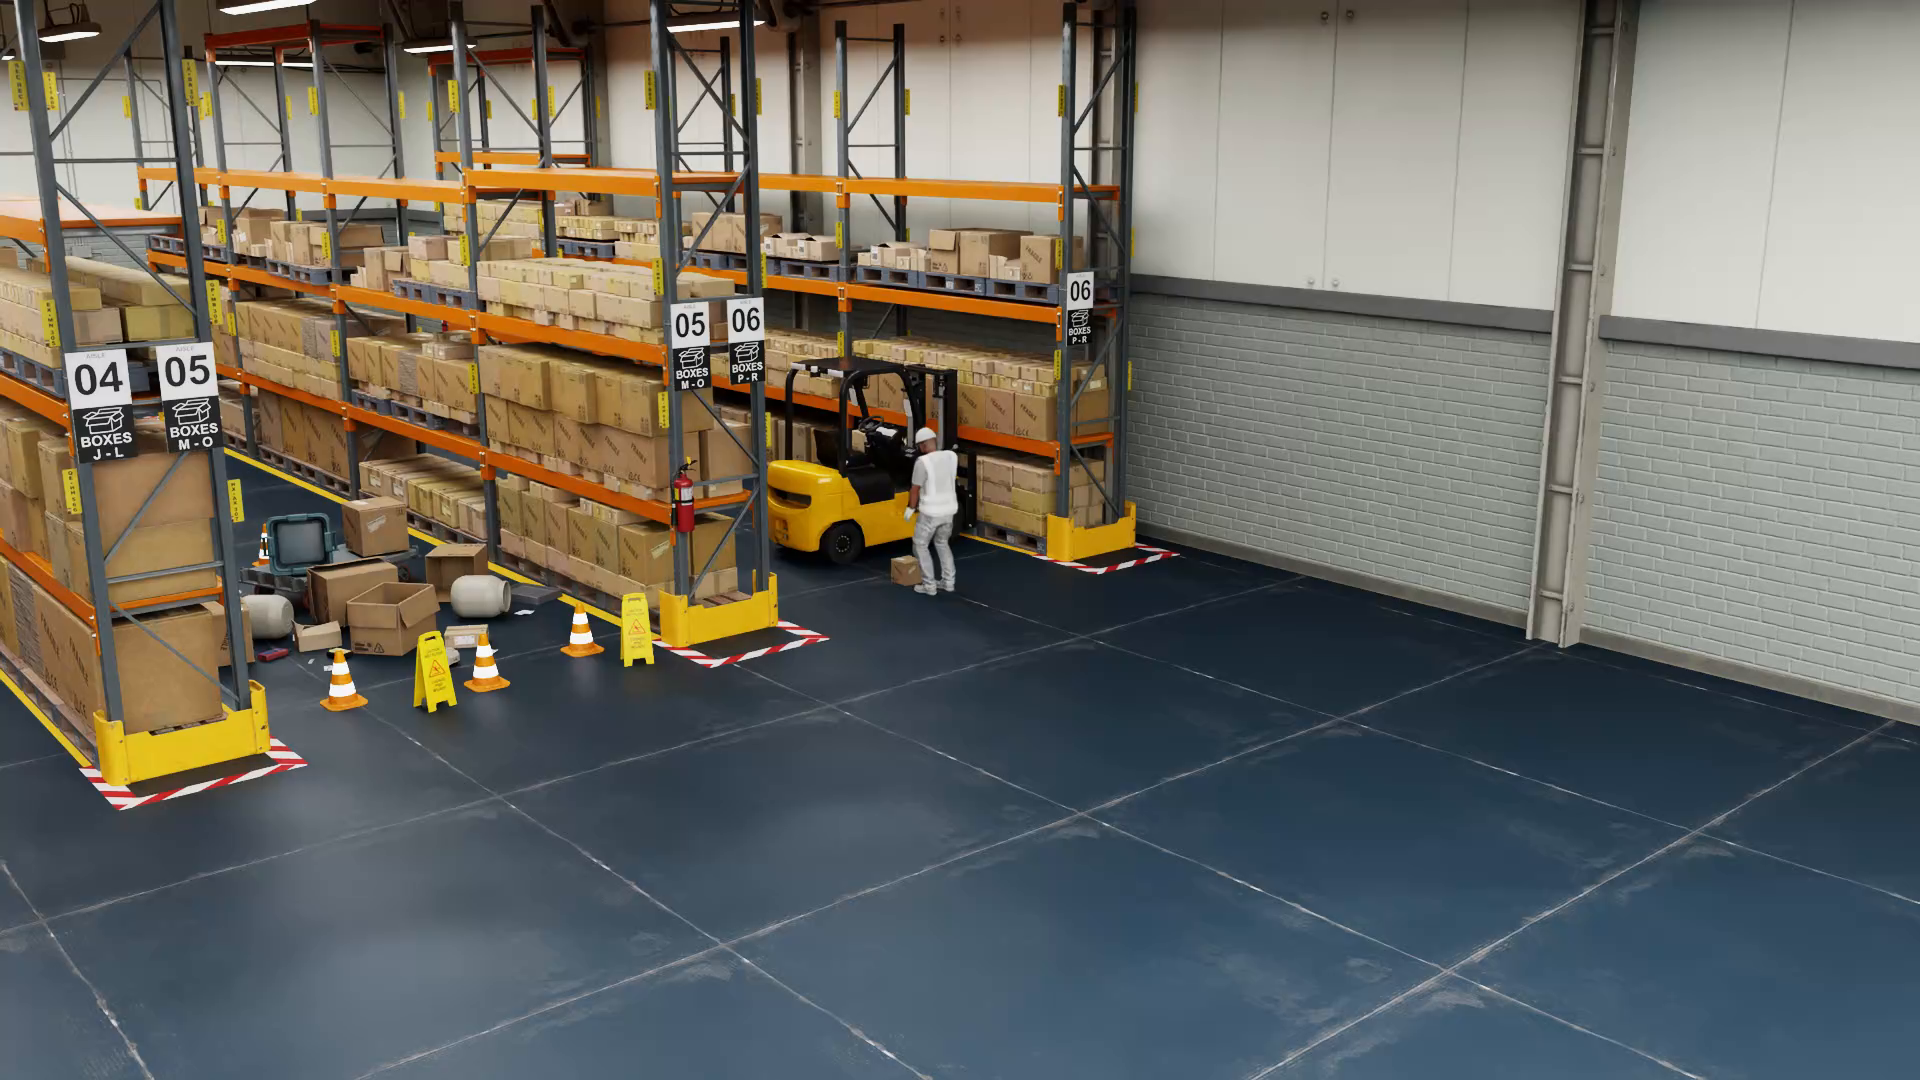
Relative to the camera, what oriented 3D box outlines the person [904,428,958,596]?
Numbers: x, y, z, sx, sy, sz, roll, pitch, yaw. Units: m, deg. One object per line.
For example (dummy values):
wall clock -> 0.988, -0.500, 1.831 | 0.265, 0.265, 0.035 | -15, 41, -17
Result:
person -> -0.289, -0.300, 17.281 | 0.573, 1.732, 0.458 | -11, 18, -38
